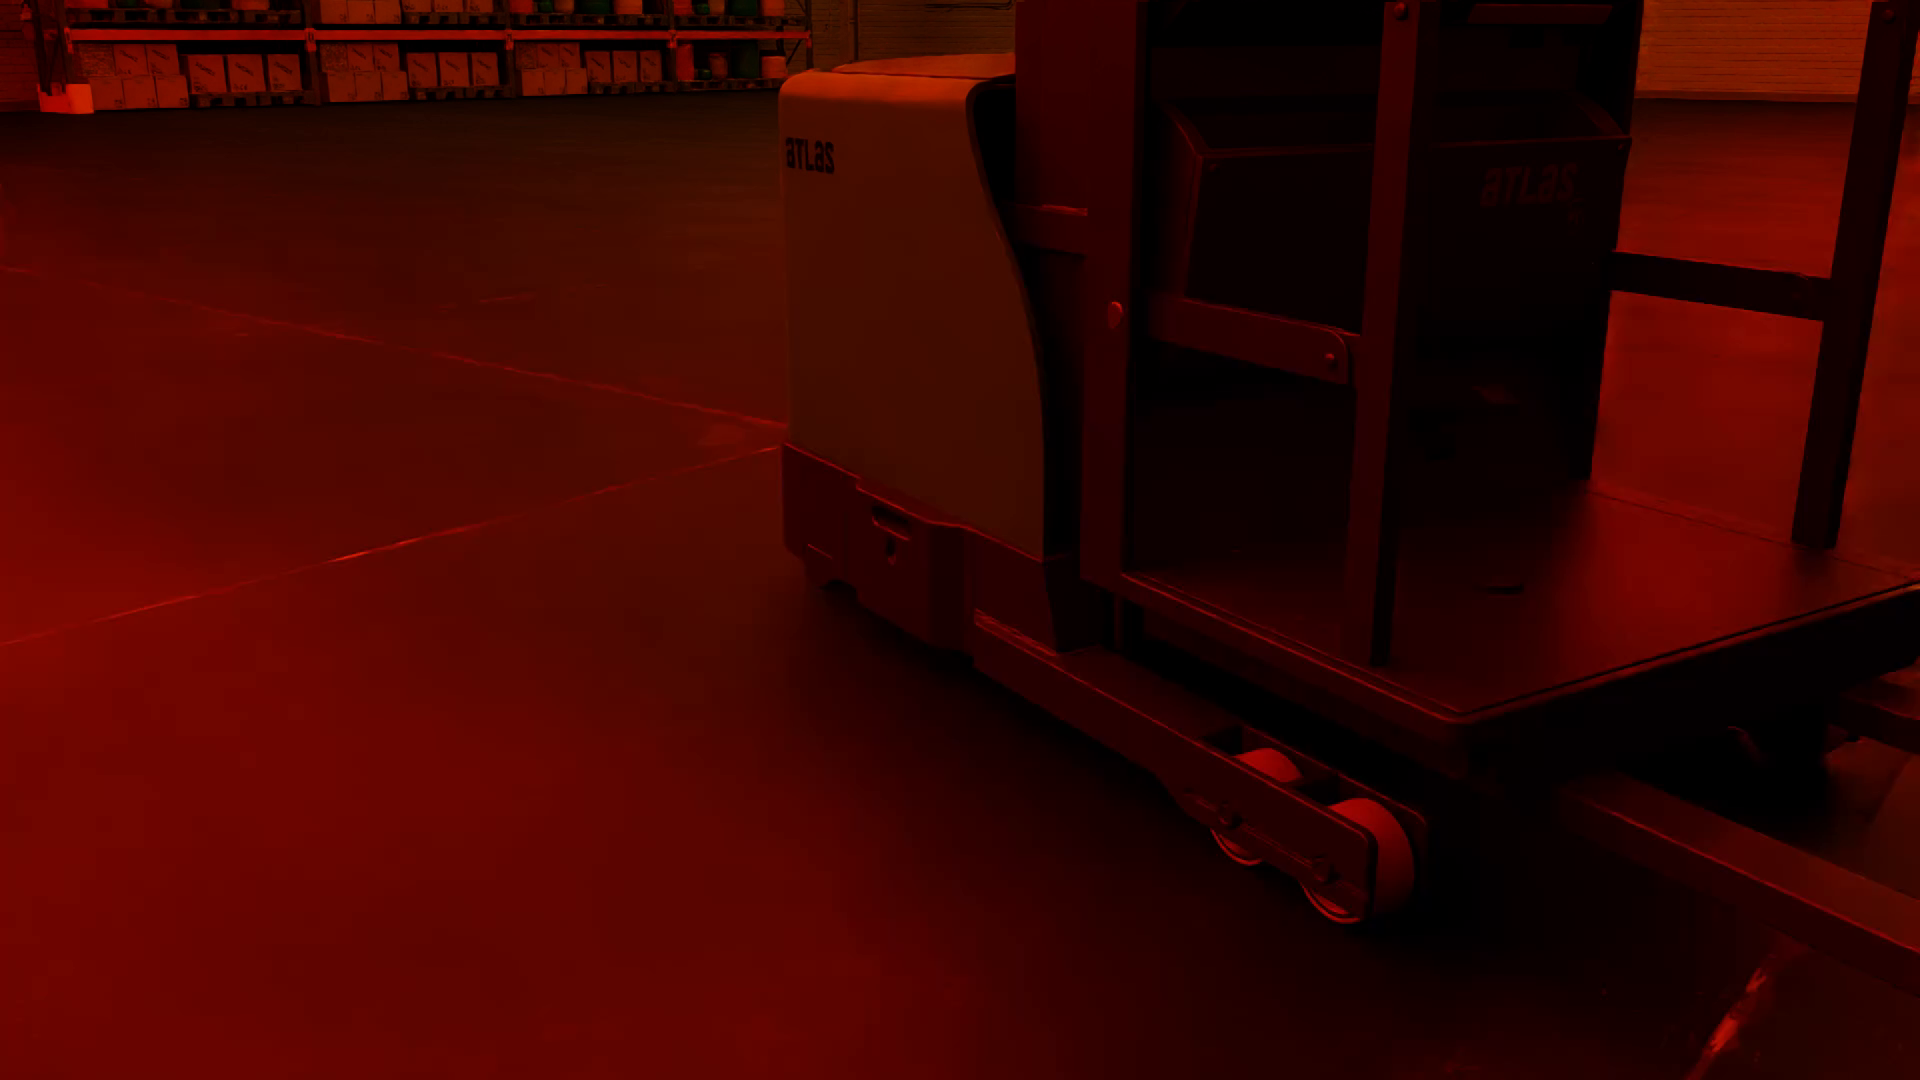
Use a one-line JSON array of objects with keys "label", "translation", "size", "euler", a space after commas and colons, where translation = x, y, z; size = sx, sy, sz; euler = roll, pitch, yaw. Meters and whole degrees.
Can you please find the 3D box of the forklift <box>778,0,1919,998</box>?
[{"label": "forklift", "translation": [0.811, -1.040, 2.322], "size": [1.130, 2.935, 3.031], "euler": [-10, 20, -30]}]
